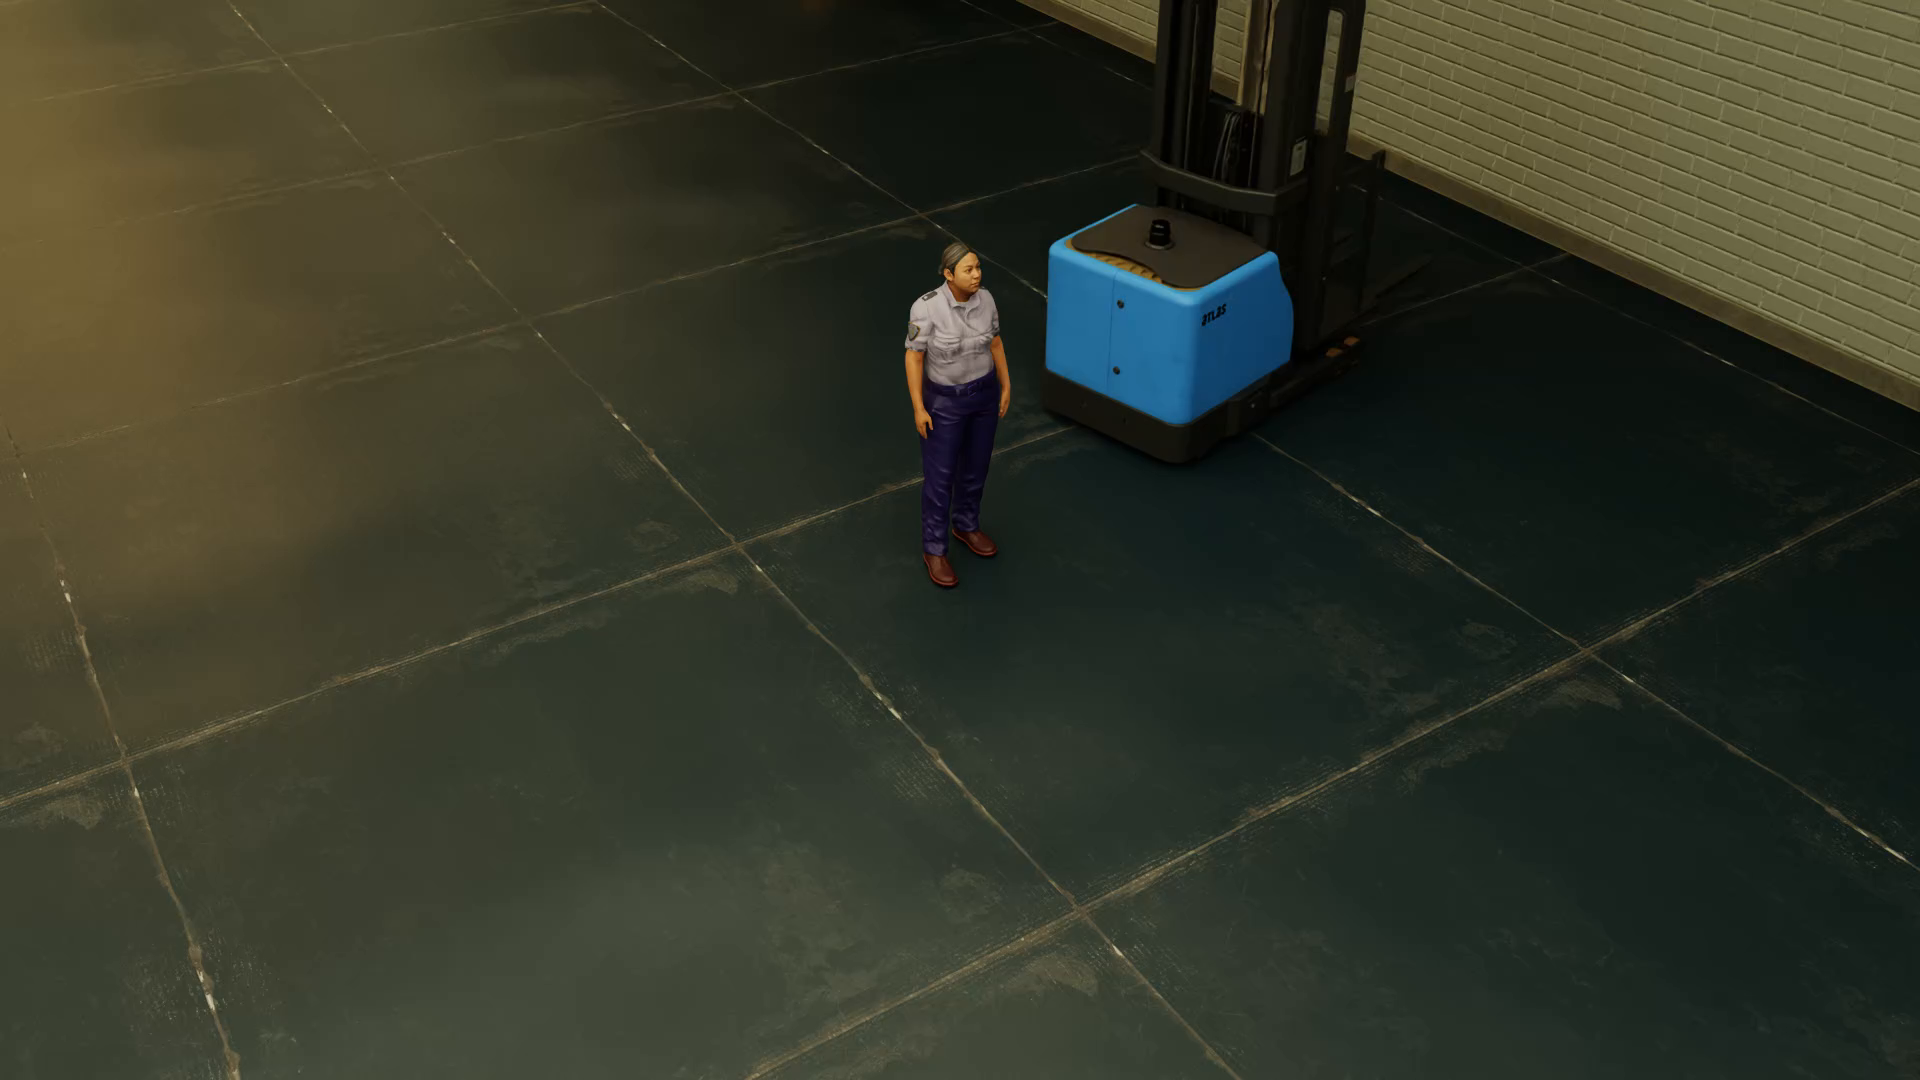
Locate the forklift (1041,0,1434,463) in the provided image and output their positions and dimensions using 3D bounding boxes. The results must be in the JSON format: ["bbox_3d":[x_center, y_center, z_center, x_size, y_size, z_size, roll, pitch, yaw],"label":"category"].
[{"bbox_3d":[1.850,-2.380,9.535,1.130,2.935,3.031,28,44,34],"label":"forklift"}]

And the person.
[{"bbox_3d":[0.030,-0.630,8.148,0.599,1.650,0.503,-21,40,-27],"label":"person"}]
